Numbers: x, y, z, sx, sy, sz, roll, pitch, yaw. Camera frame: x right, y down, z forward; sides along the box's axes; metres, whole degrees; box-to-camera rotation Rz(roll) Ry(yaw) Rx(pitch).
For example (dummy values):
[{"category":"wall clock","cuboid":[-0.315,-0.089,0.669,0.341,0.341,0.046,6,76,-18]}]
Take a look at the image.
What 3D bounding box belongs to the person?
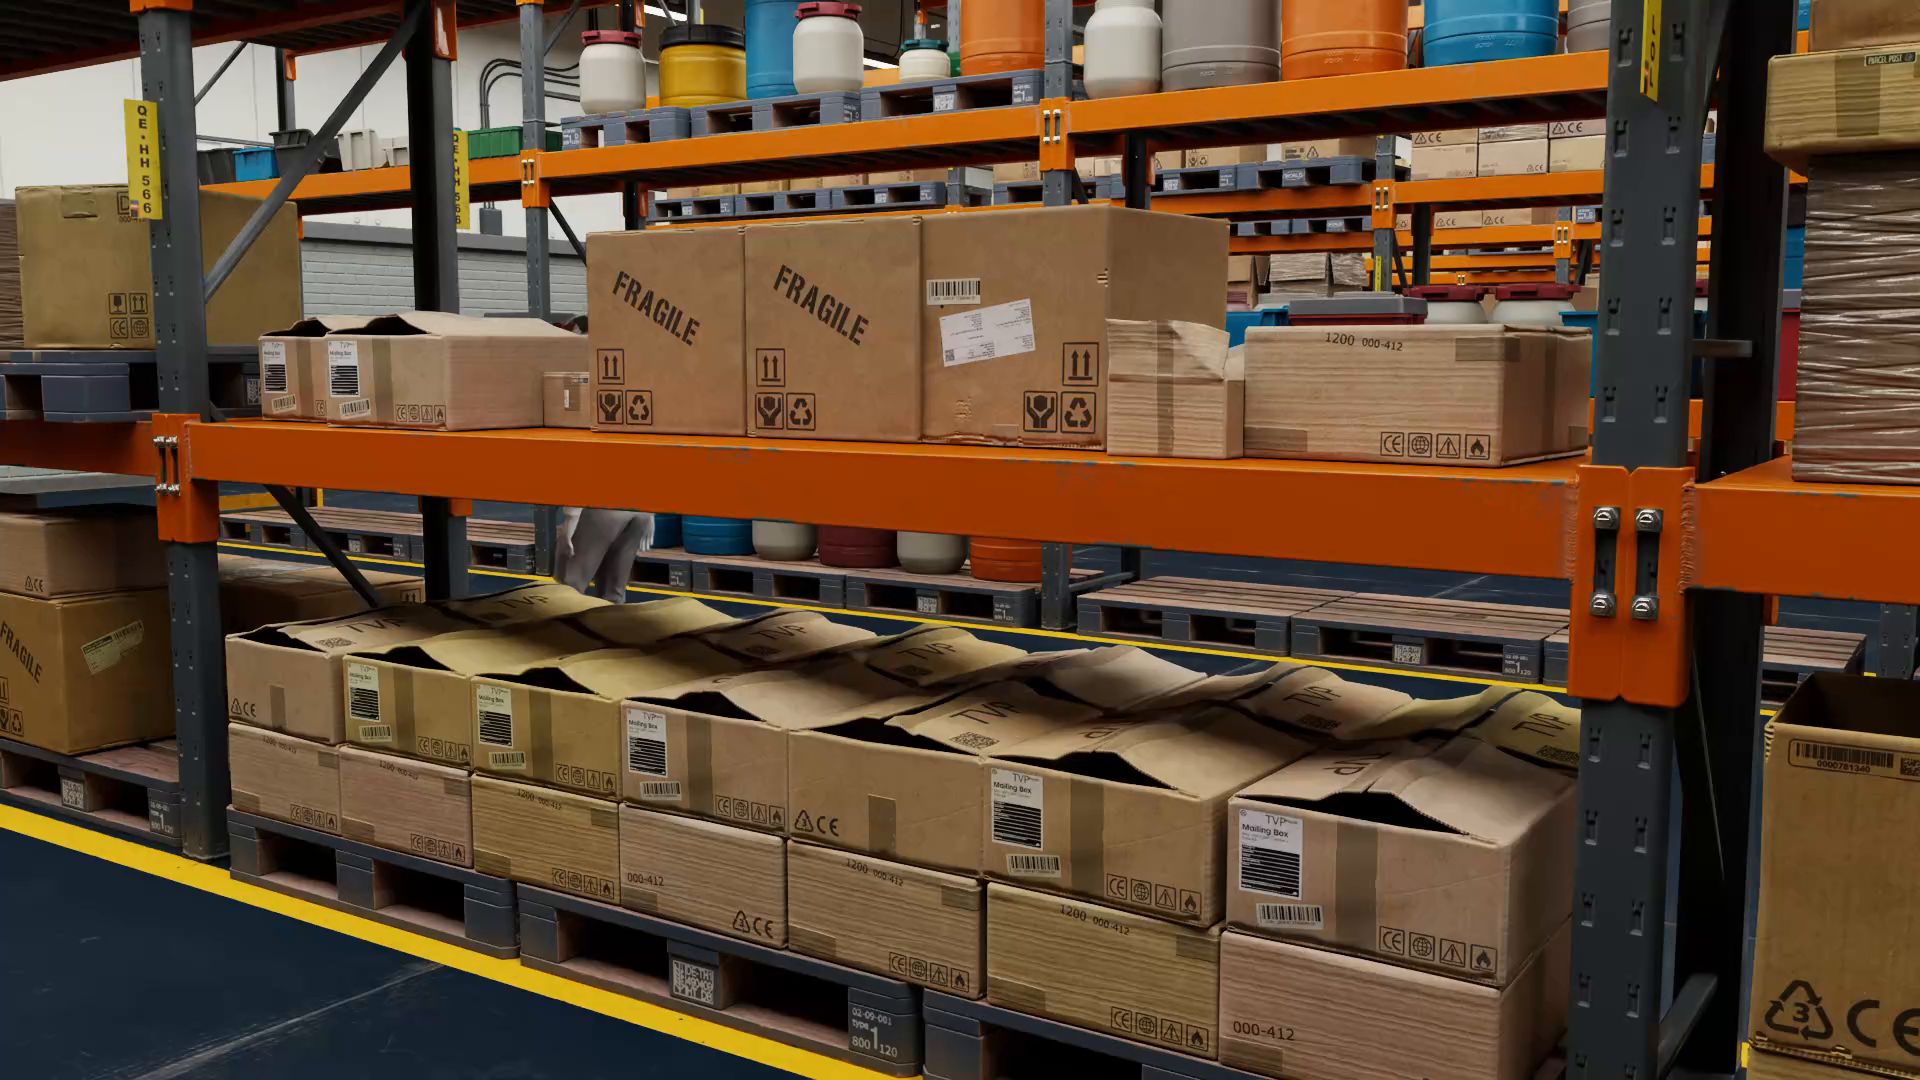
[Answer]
[{"category":"person","cuboid":[-1.445,-0.104,6.726,0.644,1.652,0.522,3,7,27]}]
